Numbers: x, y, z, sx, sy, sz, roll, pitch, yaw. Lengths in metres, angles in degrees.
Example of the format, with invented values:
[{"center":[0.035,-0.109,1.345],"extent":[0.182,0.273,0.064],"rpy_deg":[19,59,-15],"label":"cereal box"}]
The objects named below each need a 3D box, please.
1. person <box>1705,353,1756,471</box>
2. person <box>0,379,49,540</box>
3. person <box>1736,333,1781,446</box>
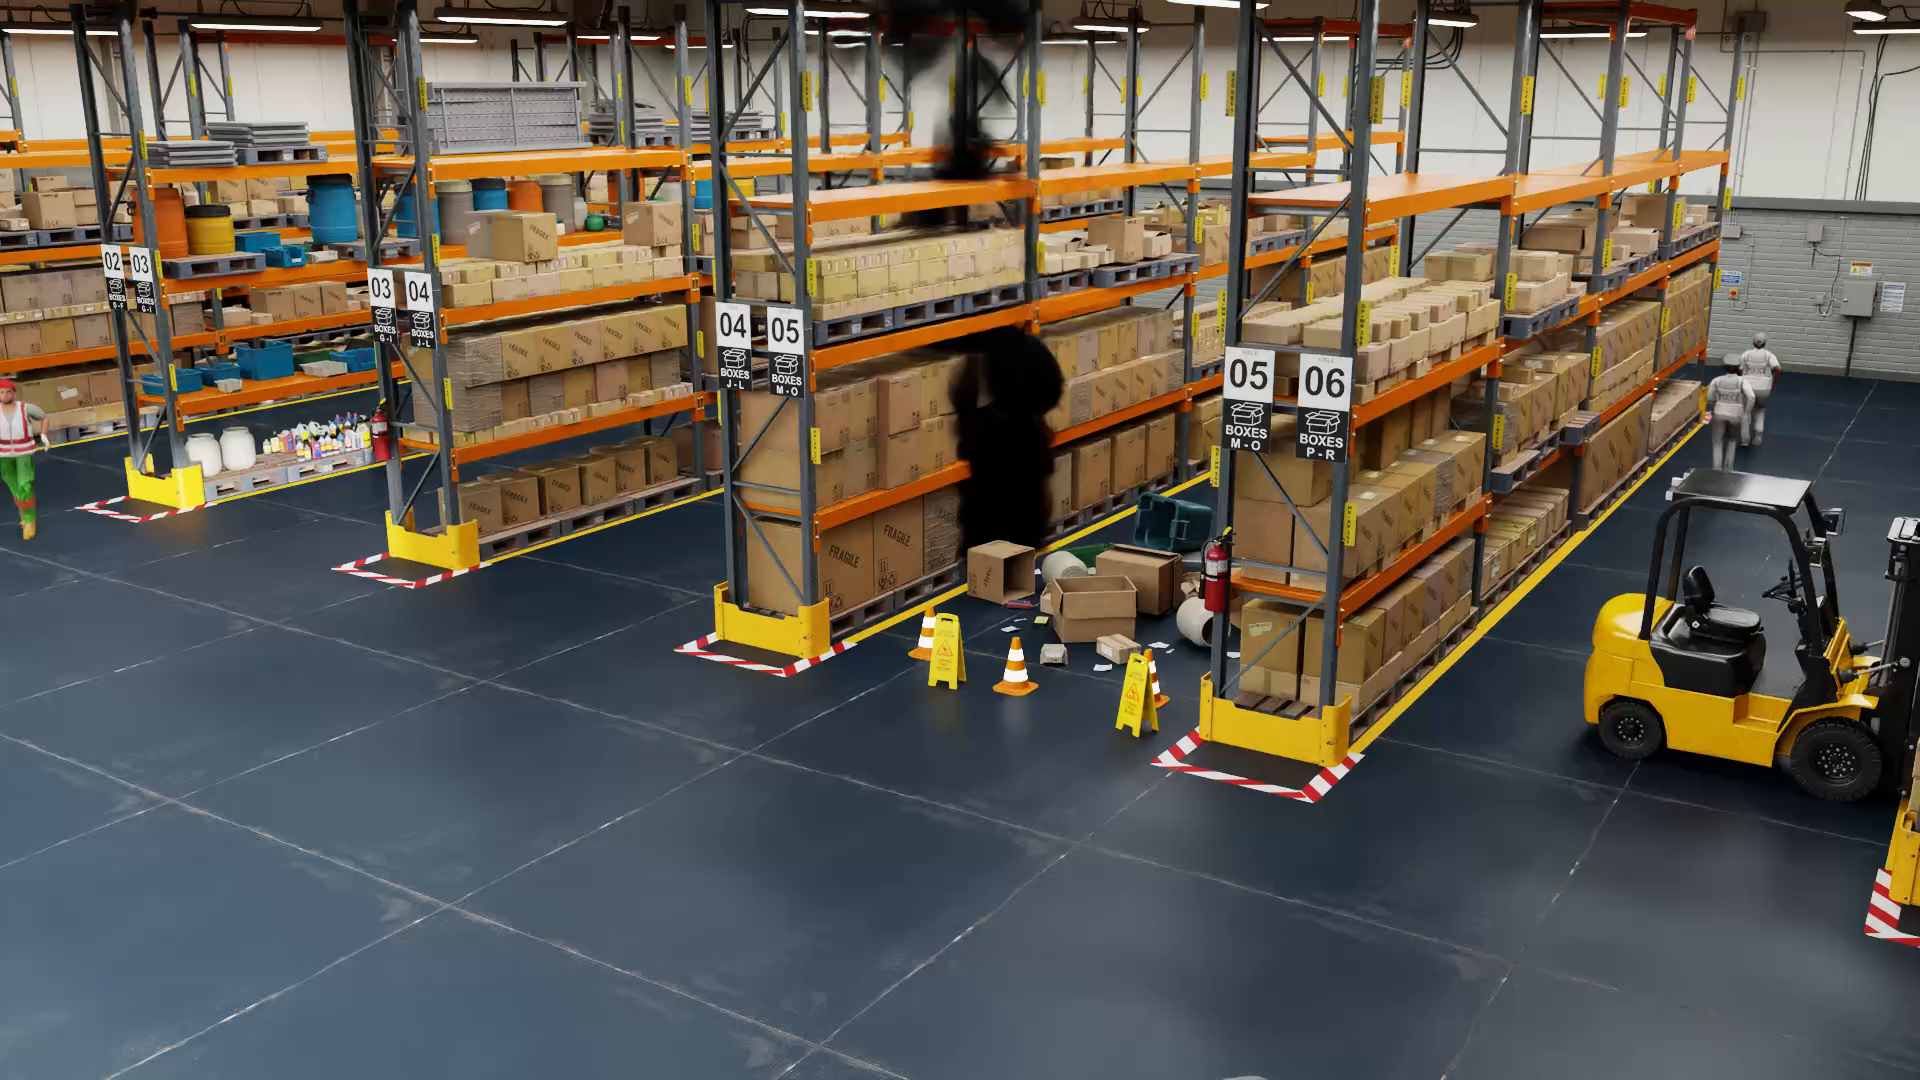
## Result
[{"center":[9.986,-1.552,21.649],"extent":[0.578,1.752,0.748],"rpy_deg":[6,17,20],"label":"person"},{"center":[-10.944,-0.956,19.293],"extent":[0.669,1.829,0.716],"rpy_deg":[-4,16,-14],"label":"person"},{"center":[11.434,-2.163,23.910],"extent":[0.582,1.644,0.643],"rpy_deg":[6,17,22],"label":"person"}]
